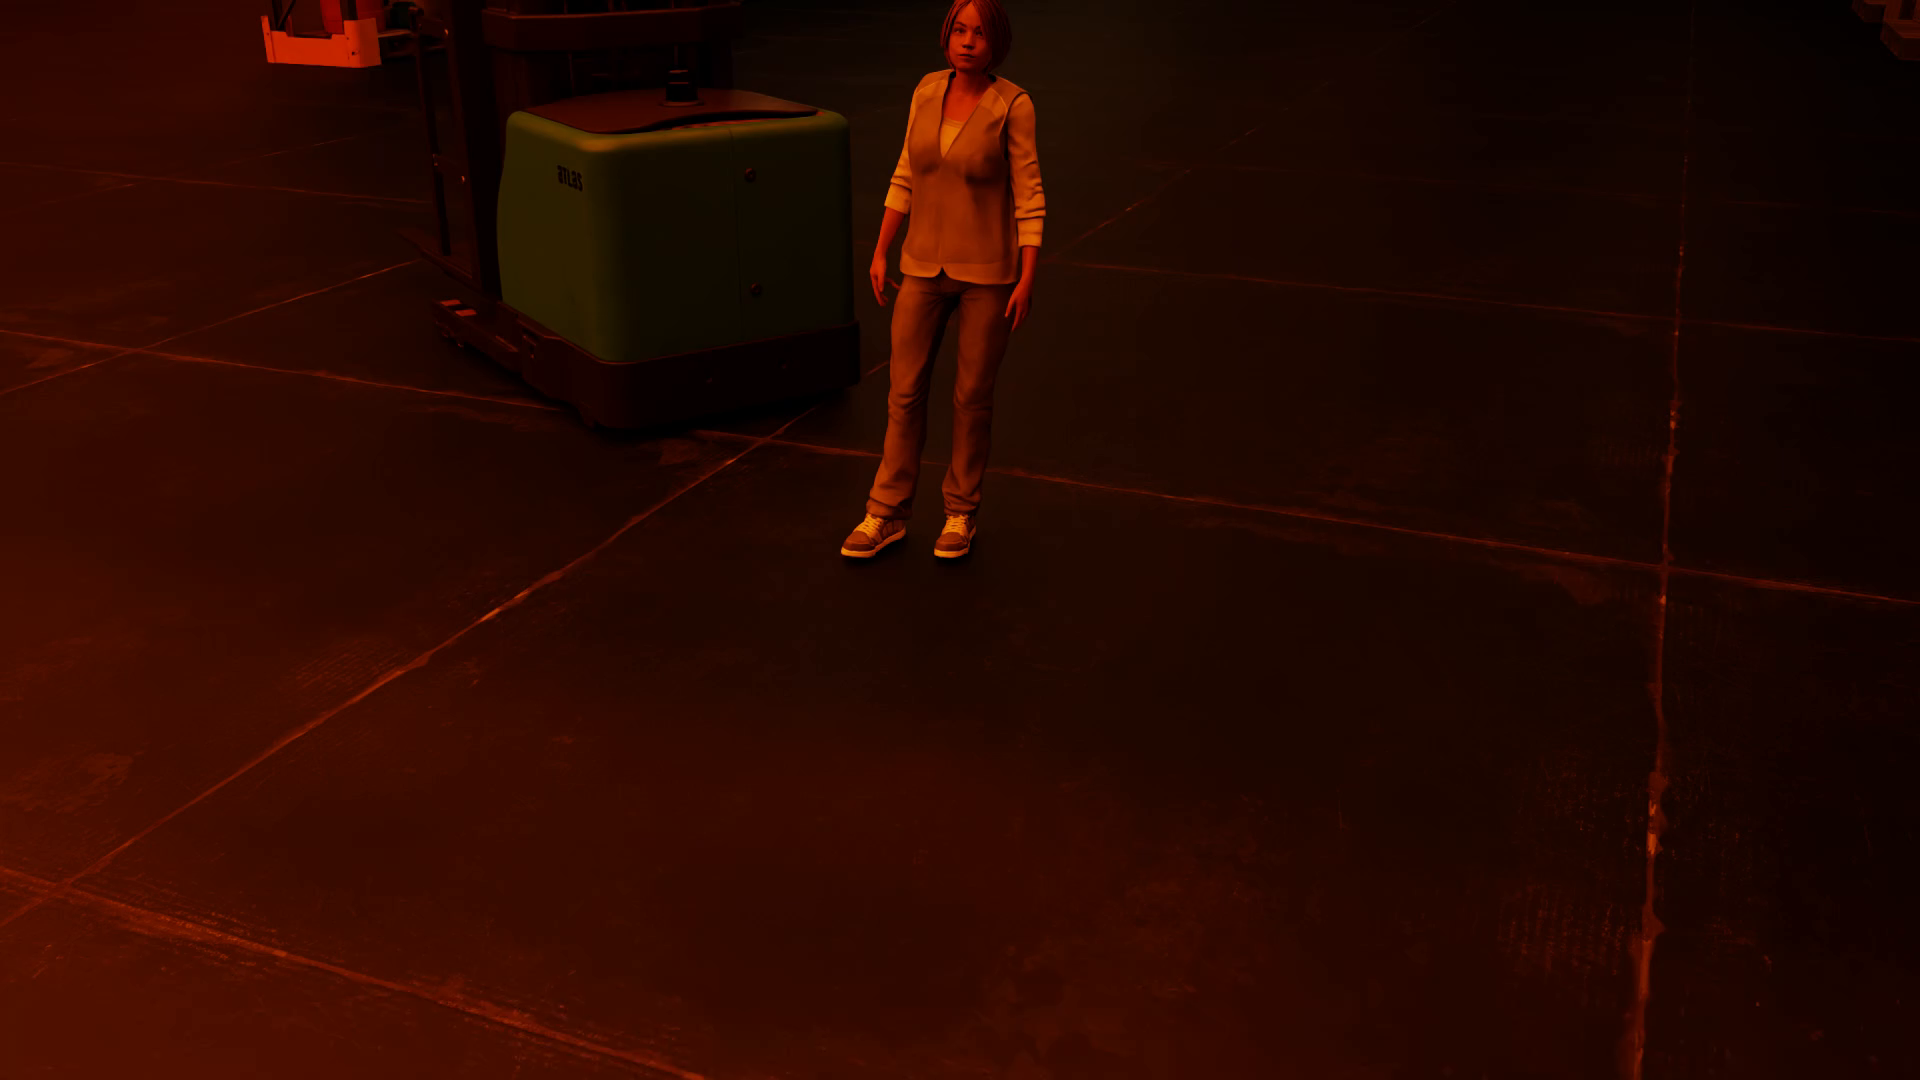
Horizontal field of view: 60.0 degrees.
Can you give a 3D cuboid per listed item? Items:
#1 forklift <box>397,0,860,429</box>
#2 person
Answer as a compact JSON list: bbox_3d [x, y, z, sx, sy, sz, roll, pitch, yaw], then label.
[{"bbox_3d":[-1.627,-2.255,6.687,1.130,2.935,3.031,-15,27,-31],"label":"forklift"},{"bbox_3d":[-0.042,-0.719,4.723,0.520,1.599,0.473,9,24,21],"label":"person"}]
